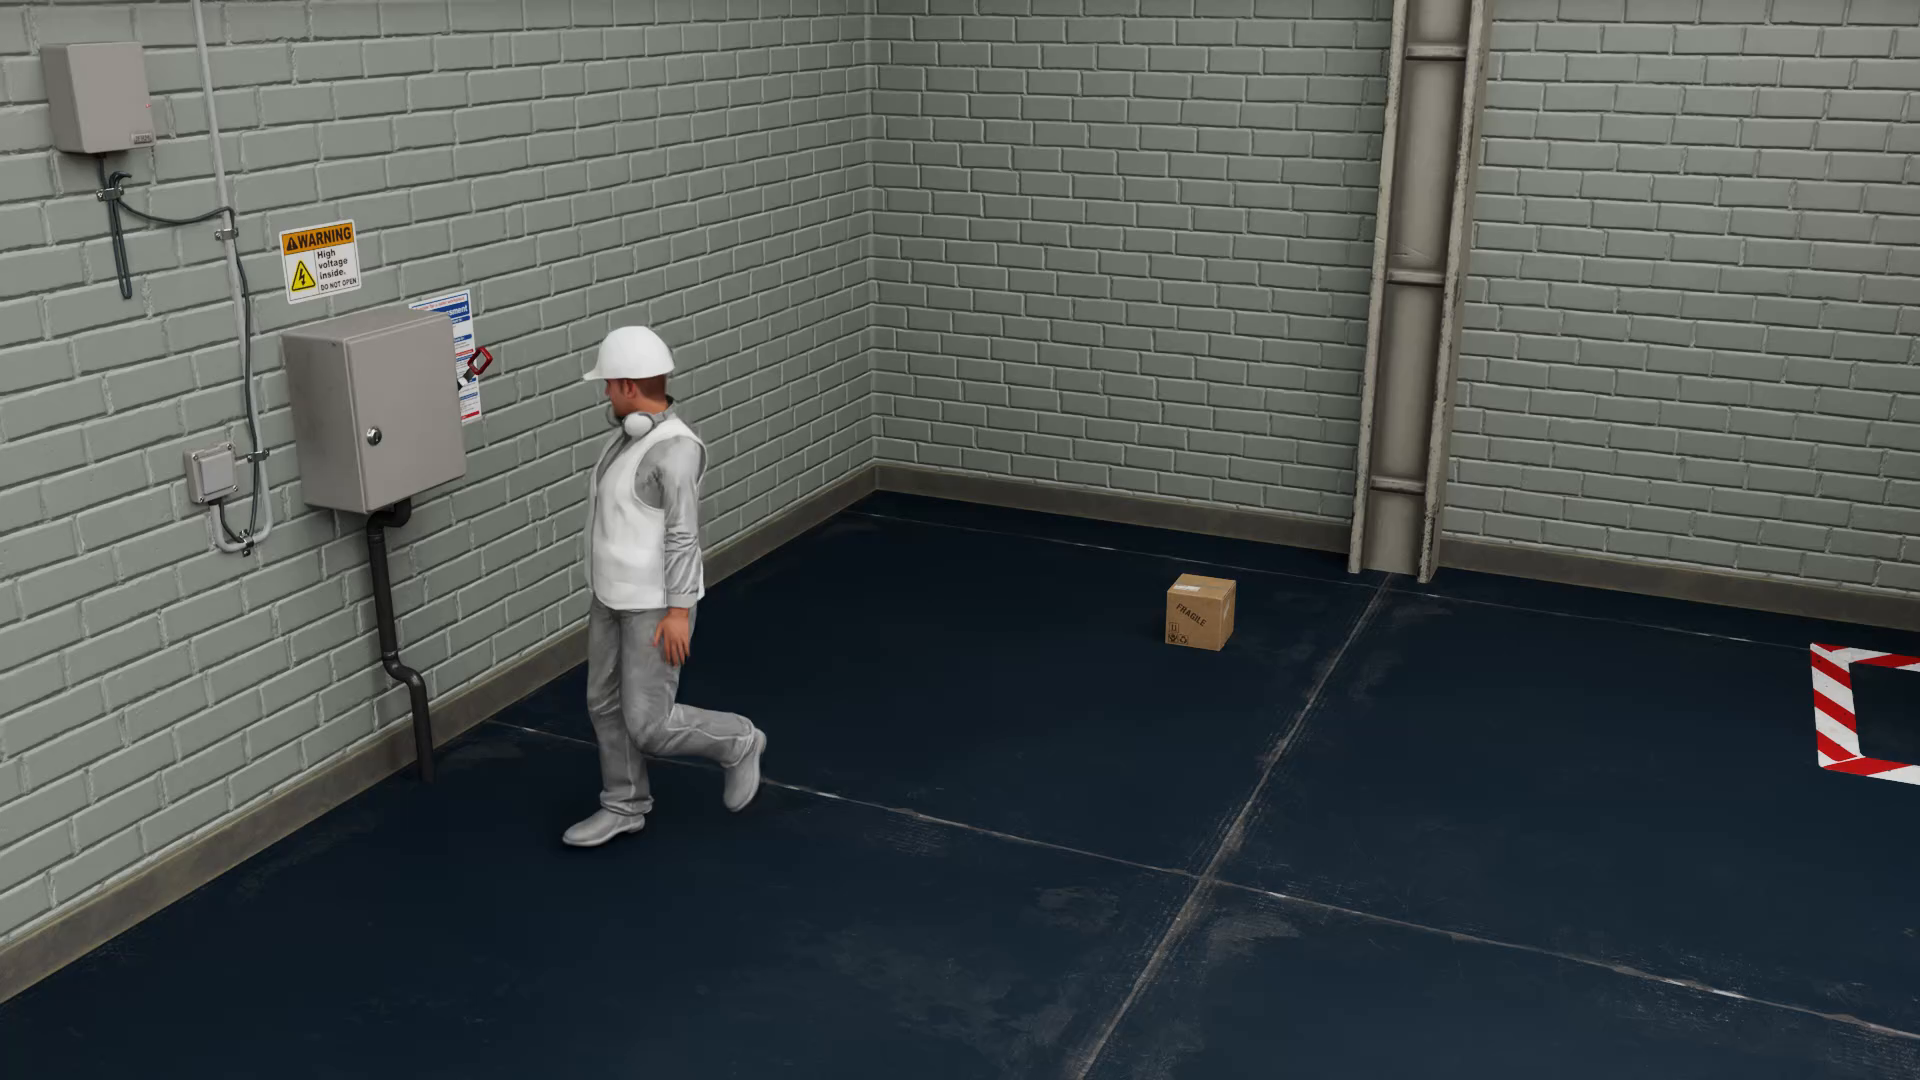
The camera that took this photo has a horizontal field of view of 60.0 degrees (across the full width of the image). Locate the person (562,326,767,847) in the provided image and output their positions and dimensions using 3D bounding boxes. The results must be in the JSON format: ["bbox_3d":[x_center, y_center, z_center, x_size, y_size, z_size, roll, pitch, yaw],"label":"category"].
[{"bbox_3d":[-1.018,0.170,5.495,0.698,1.759,0.550,-12,22,-31],"label":"person"}]
